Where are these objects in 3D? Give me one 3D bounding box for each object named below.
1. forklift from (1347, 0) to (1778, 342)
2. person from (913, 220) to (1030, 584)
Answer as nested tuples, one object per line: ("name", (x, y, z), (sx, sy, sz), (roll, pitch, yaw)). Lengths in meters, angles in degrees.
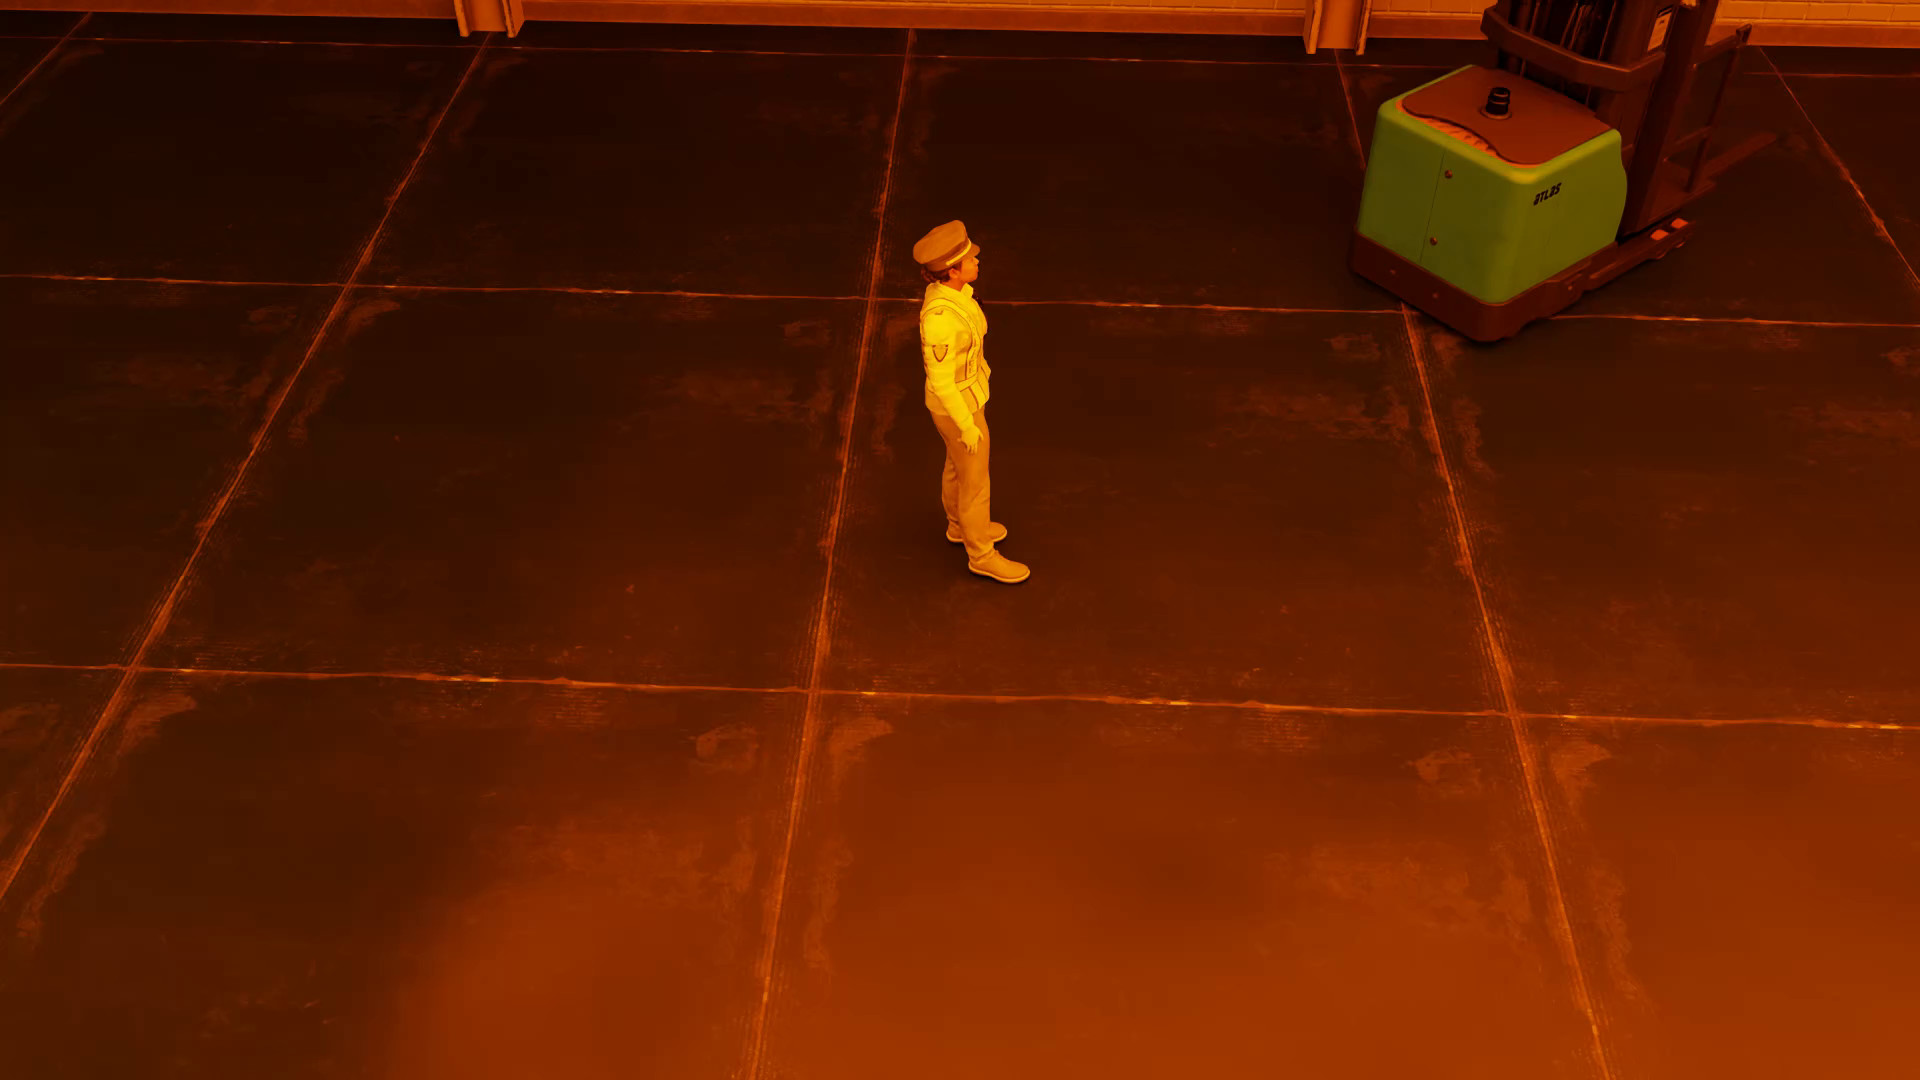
("forklift", (3.692, -2.977, 9.004), (3.031, 2.935, 1.130), (-28, 49, -27))
("person", (0.068, -0.624, 7.332), (0.530, 1.694, 0.586), (2, 42, 2))
